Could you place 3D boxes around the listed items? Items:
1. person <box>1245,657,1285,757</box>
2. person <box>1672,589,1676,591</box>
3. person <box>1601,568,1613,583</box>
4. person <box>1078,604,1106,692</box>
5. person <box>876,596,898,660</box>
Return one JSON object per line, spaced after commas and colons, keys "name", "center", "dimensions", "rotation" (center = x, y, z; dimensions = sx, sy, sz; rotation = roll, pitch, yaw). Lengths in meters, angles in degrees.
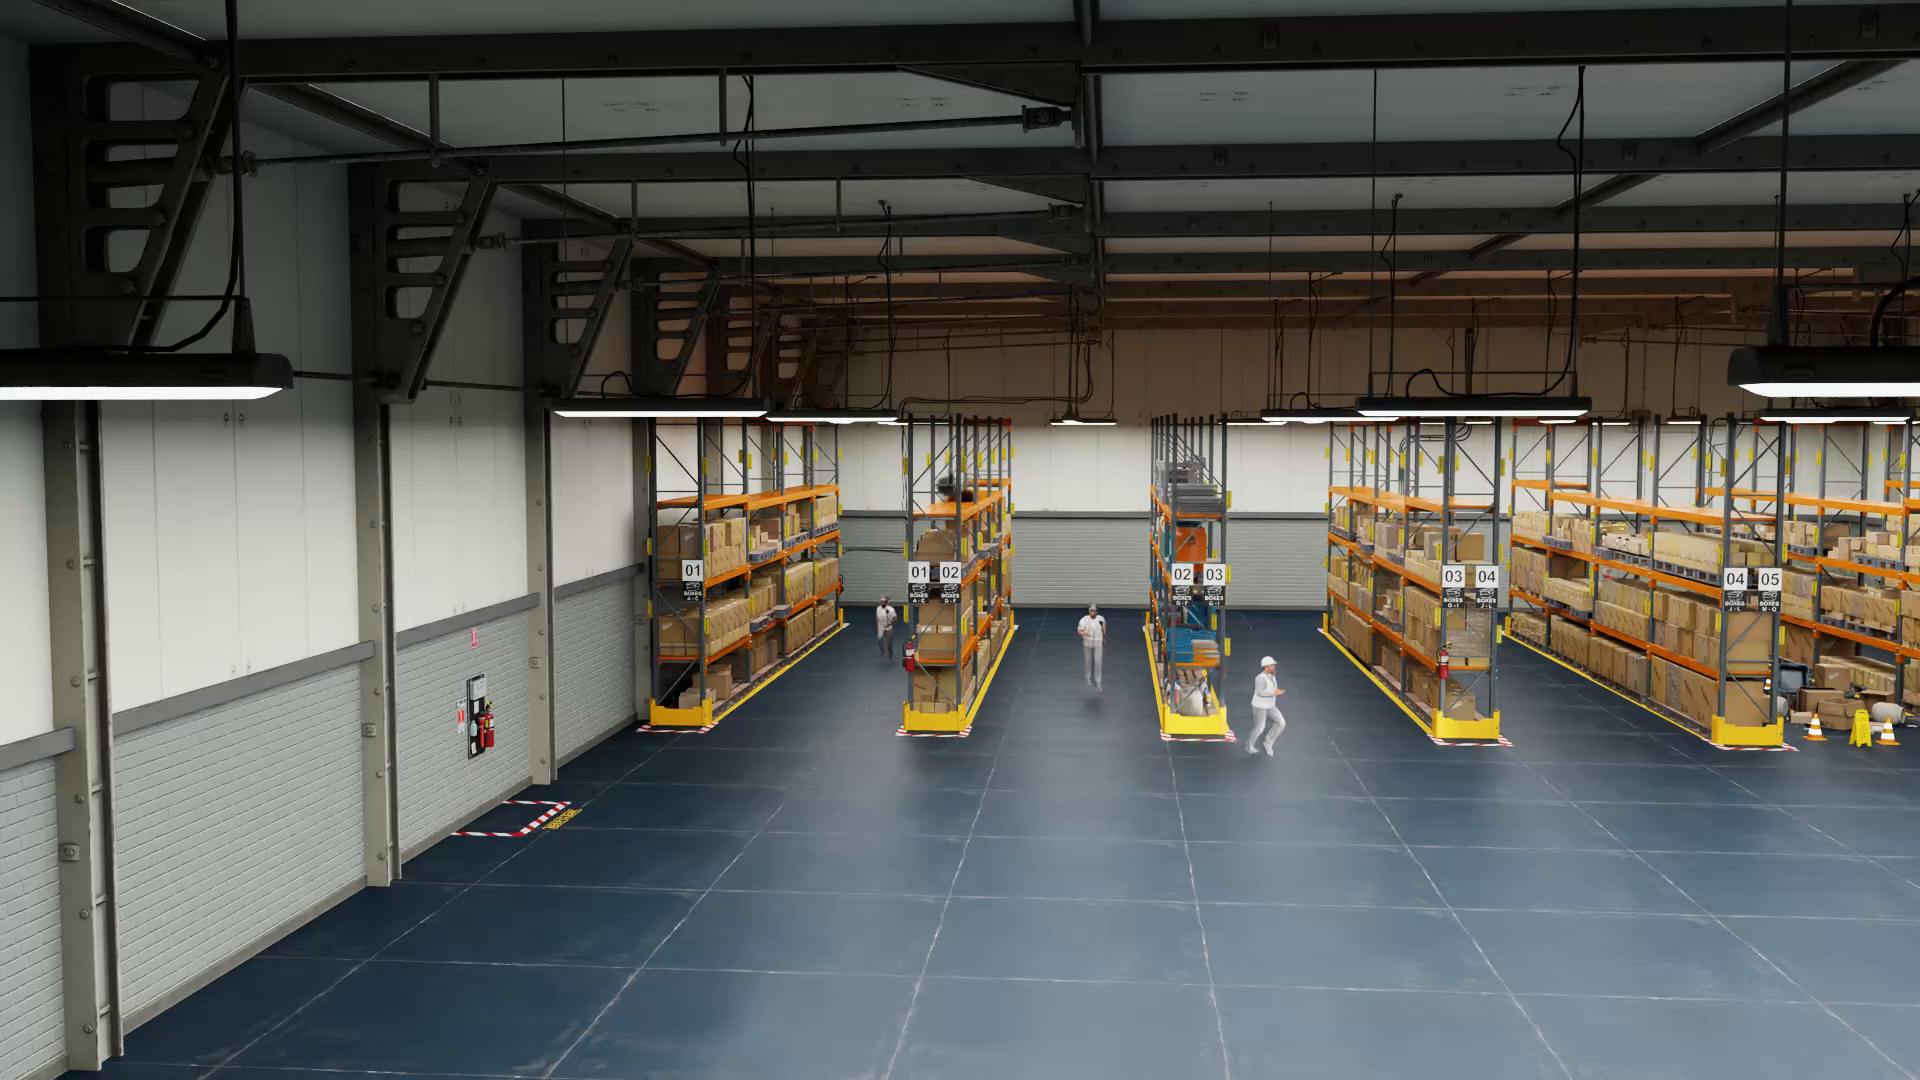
{"name": "person", "center": [5.309, 2.890, 28.908], "dimensions": [0.802, 1.755, 0.683], "rotation": [3, 5, 40]}
{"name": "person", "center": [17.574, 2.065, 41.229], "dimensions": [0.668, 1.742, 0.732], "rotation": [0, 4, -3]}
{"name": "person", "center": [18.414, 1.684, 47.264], "dimensions": [0.871, 1.765, 0.684], "rotation": [1, 4, 8]}
{"name": "person", "center": [2.789, 2.235, 35.079], "dimensions": [0.608, 1.826, 0.881], "rotation": [0, 4, 2]}
{"name": "person", "center": [-1.779, 2.130, 40.044], "dimensions": [0.573, 1.626, 0.874], "rotation": [1, 4, 12]}
